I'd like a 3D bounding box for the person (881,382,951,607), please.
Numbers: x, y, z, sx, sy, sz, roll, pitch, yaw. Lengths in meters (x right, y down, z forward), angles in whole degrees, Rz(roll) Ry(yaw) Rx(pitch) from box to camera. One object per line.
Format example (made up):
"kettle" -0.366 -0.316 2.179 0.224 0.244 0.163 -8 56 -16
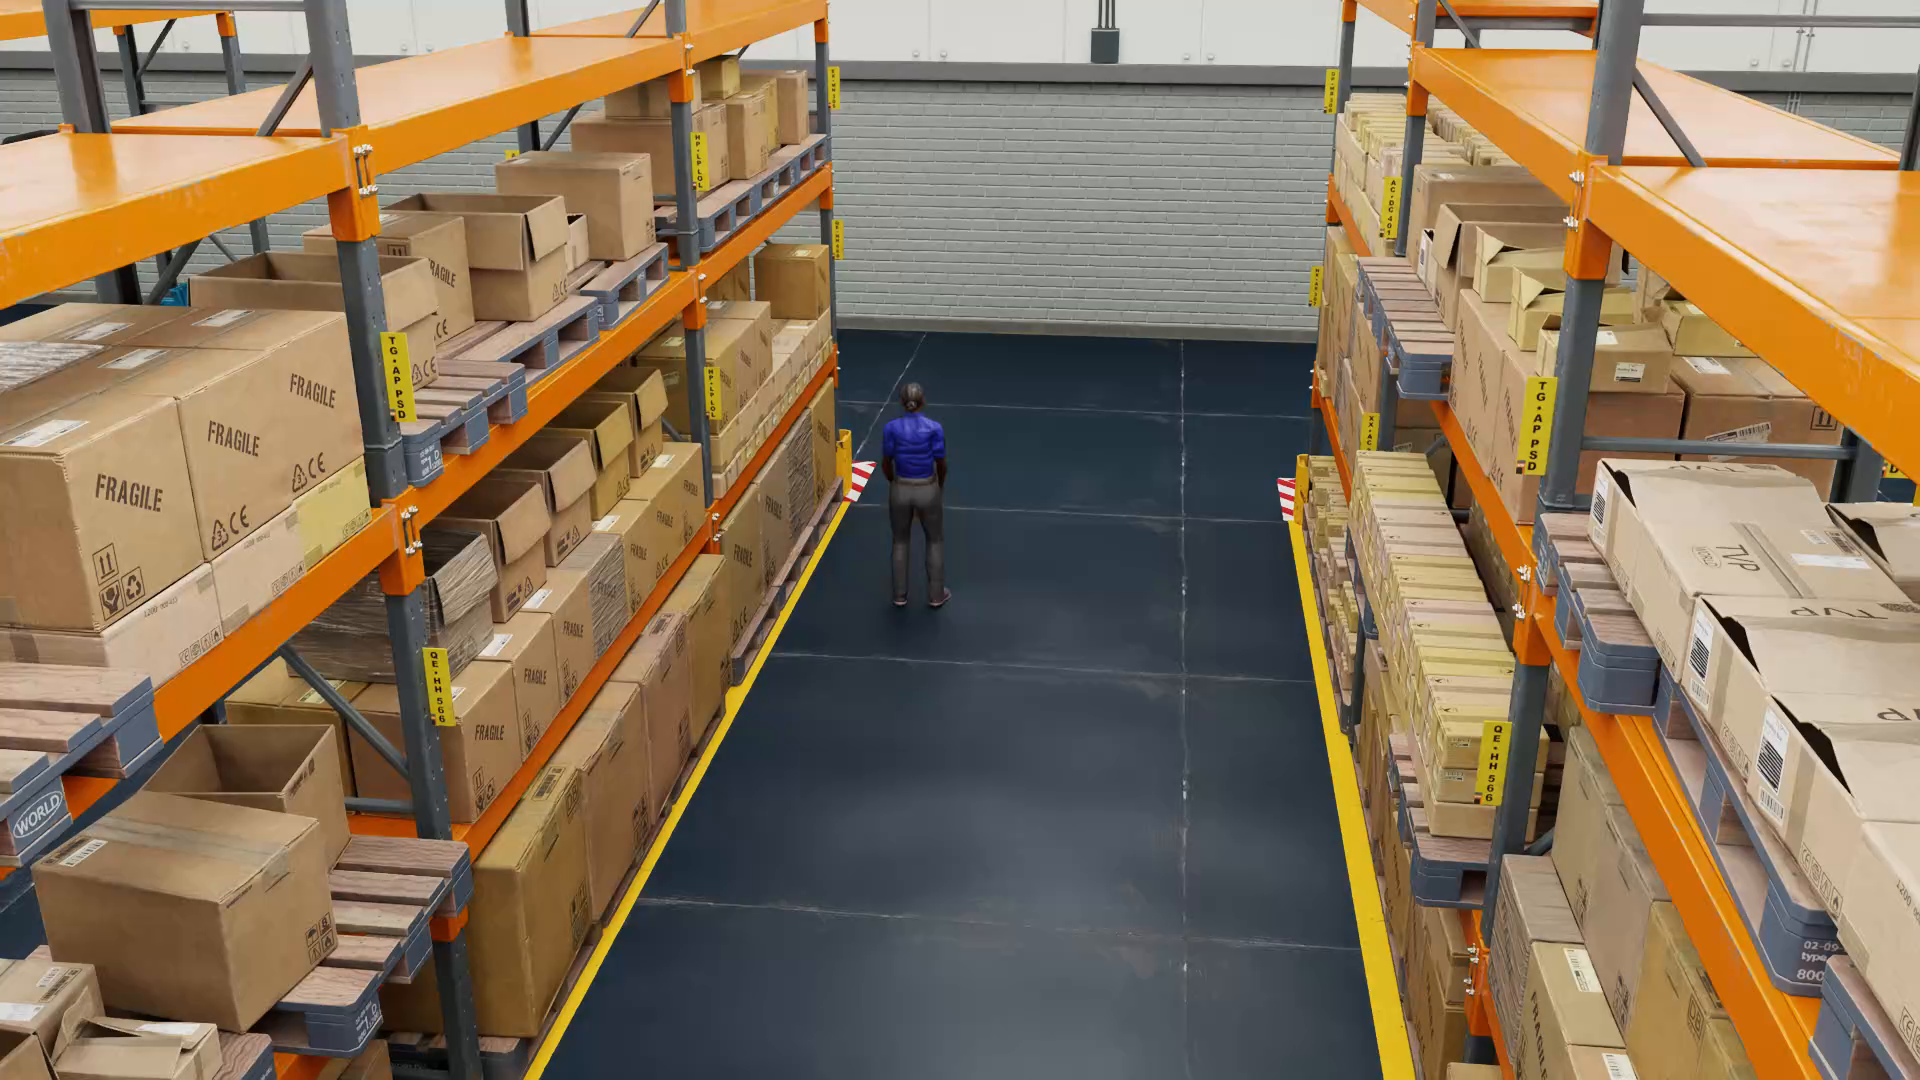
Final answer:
"person" -0.316 -0.328 11.923 0.486 1.662 0.365 2 21 5
